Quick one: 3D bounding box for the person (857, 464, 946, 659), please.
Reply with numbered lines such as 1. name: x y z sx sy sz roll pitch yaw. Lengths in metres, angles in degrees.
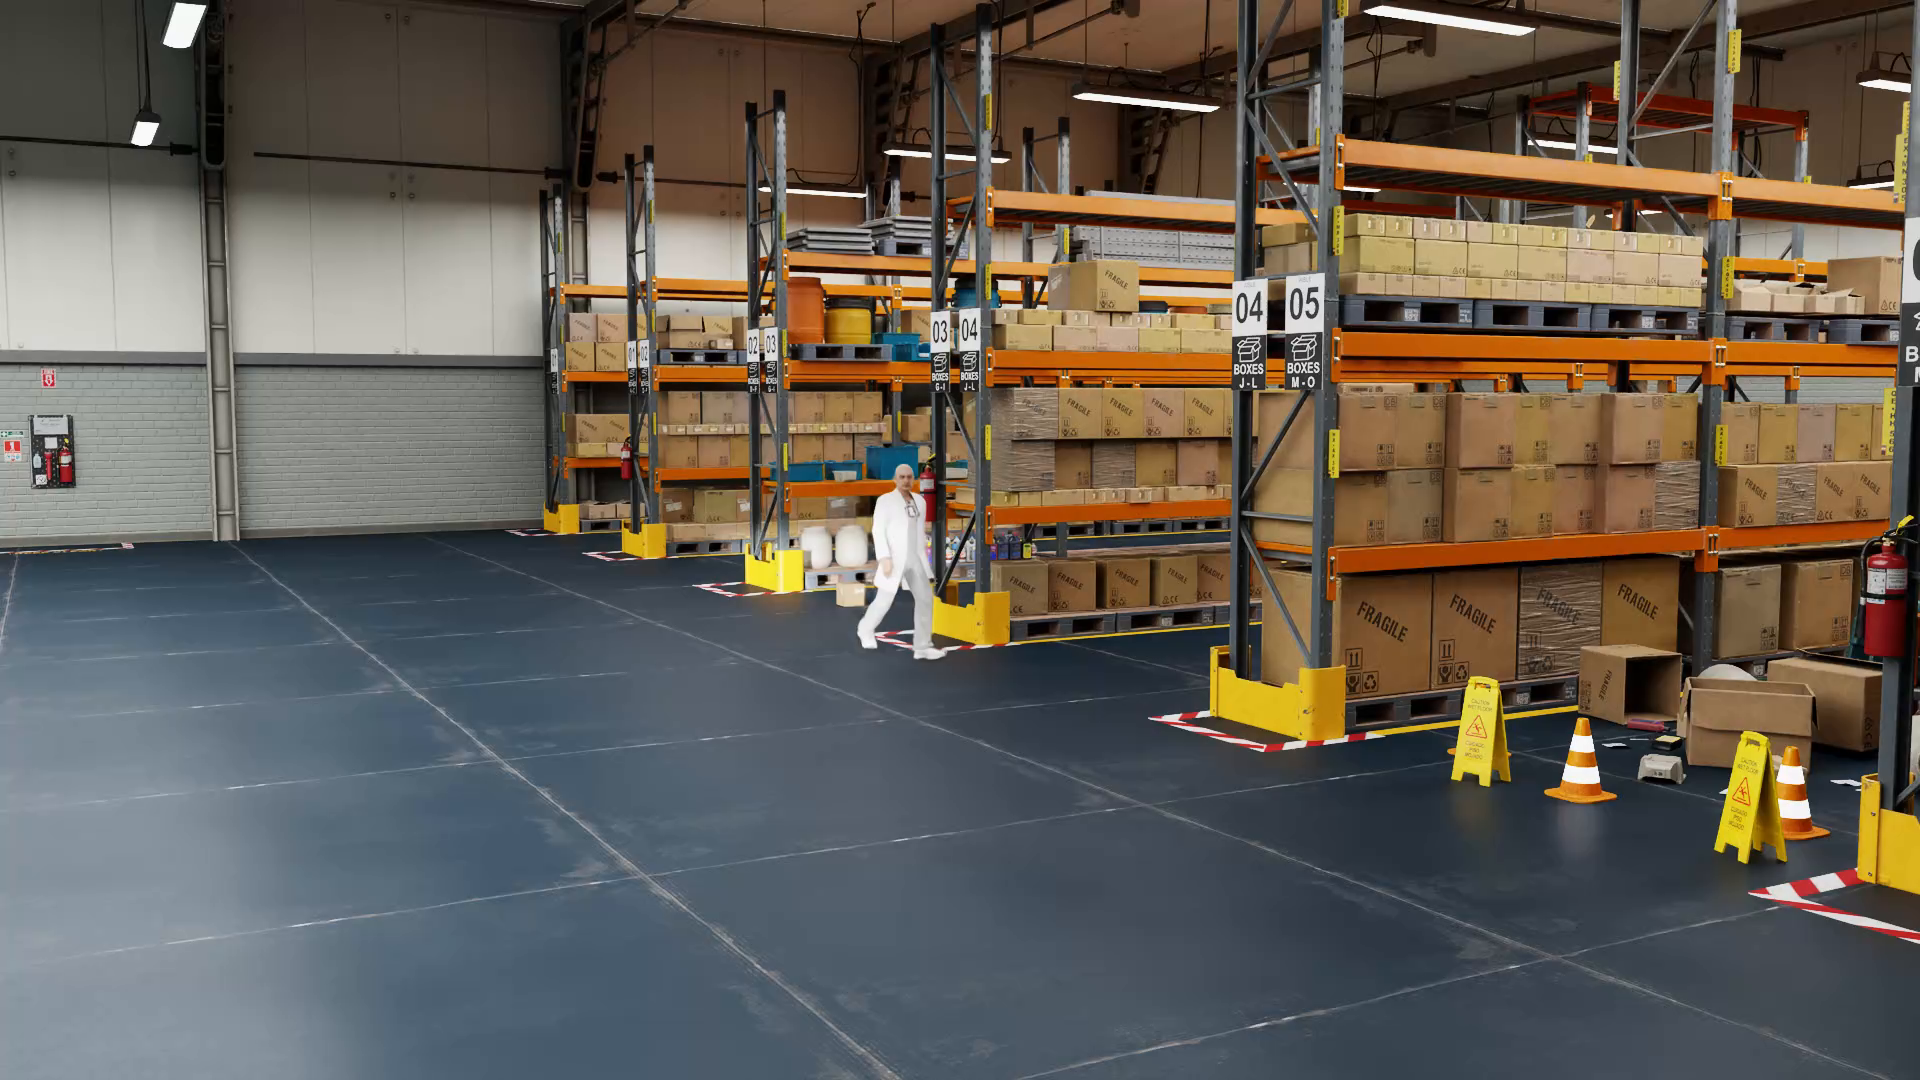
1. person: -0.540 0.183 15.006 0.655 1.735 1.086 -3 6 -34
